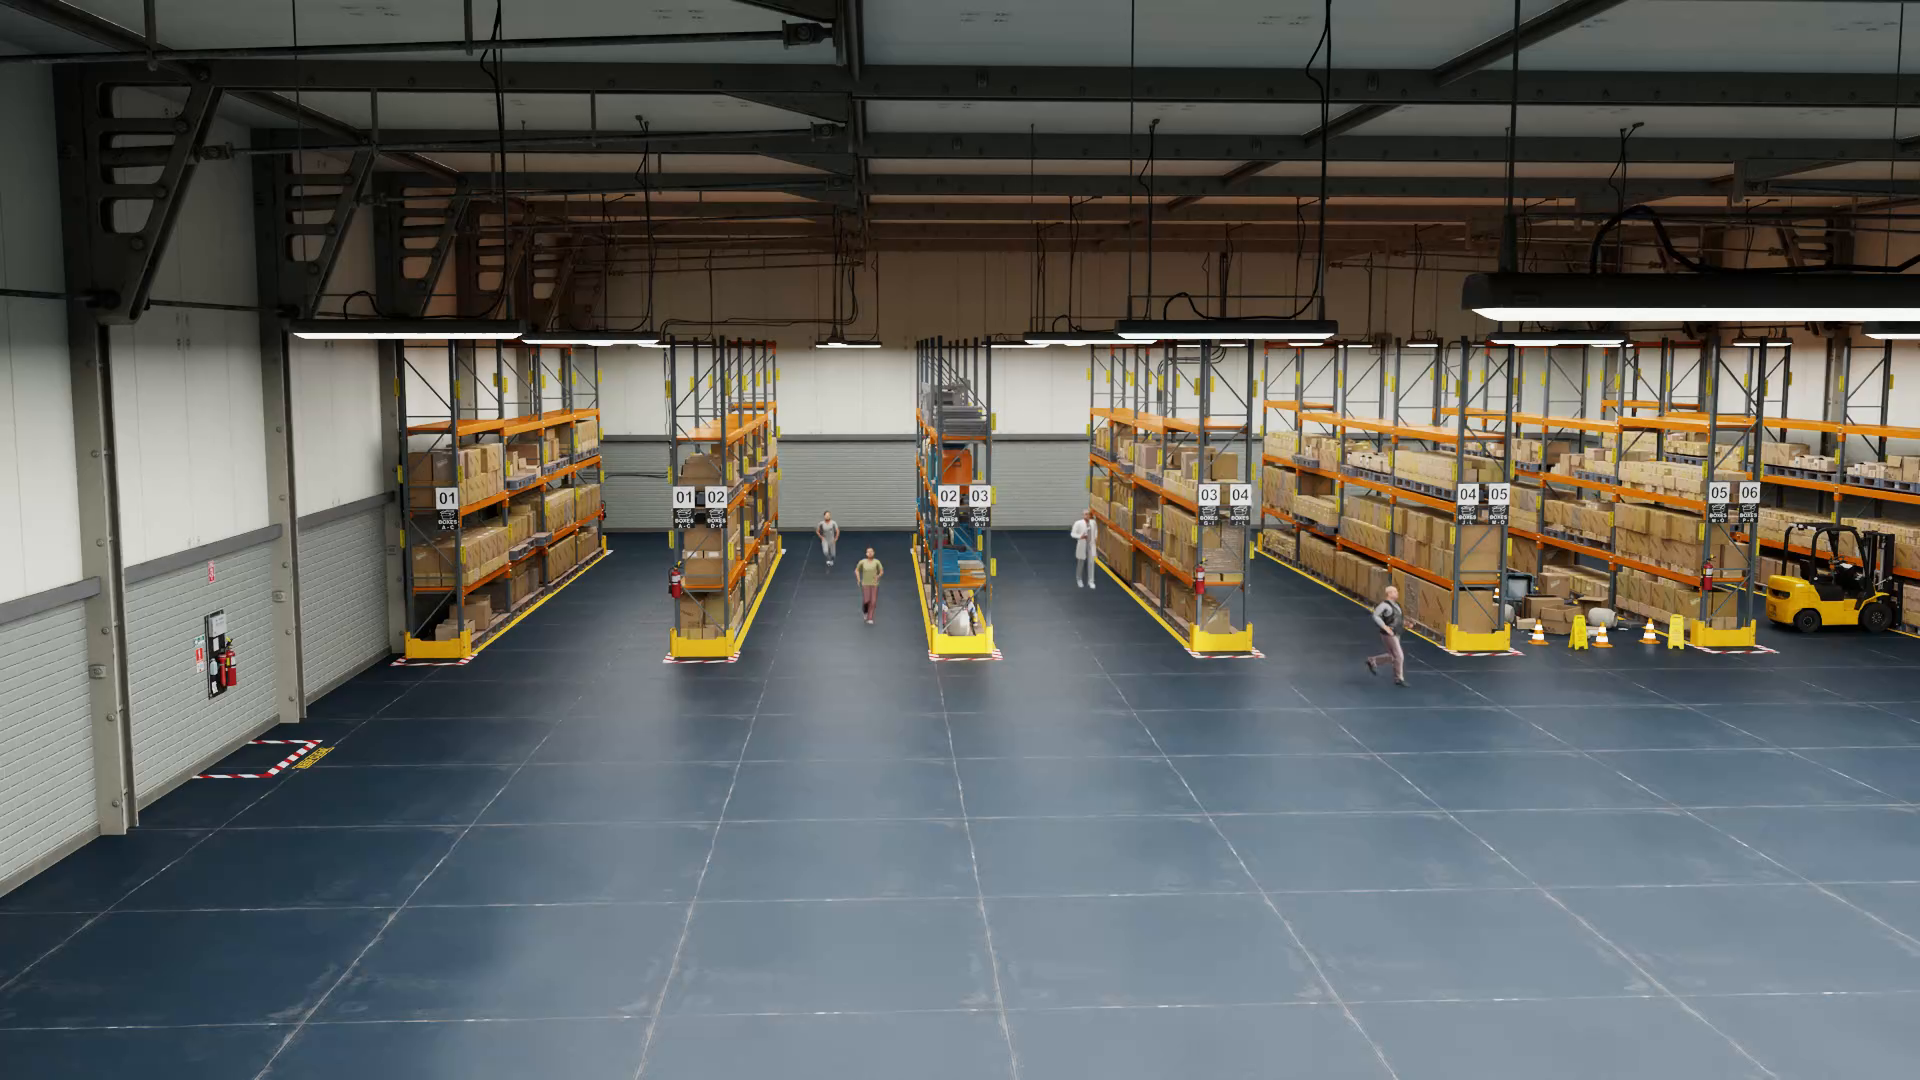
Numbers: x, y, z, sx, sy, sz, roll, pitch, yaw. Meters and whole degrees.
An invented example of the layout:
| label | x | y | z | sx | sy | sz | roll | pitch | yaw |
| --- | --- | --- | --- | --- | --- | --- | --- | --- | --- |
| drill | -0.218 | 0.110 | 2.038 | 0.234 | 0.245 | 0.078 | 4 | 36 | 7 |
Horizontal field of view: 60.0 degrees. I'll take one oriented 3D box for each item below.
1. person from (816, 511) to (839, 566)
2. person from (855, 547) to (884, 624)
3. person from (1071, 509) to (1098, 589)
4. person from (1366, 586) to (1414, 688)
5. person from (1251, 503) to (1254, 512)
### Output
| label | x | y | z | sx | sy | sz | roll | pitch | yaw |
| --- | --- | --- | --- | --- | --- | --- | --- | --- | --- |
| person | -3.397 | -0.018 | 42.798 | 0.598 | 1.461 | 0.668 | -1 | 7 | -9 |
| person | -1.870 | 0.955 | 34.625 | 0.580 | 1.622 | 0.539 | -1 | 7 | -9 |
| person | 2.891 | 0.211 | 38.109 | 0.711 | 1.826 | 1.004 | -2 | 7 | -14 |
| person | 7.372 | 1.646 | 28.578 | 0.875 | 1.721 | 0.662 | 5 | 8 | 36 |
| person | 8.253 | -0.661 | 48.895 | 0.766 | 1.762 | 0.787 | -3 | 7 | -23 |
